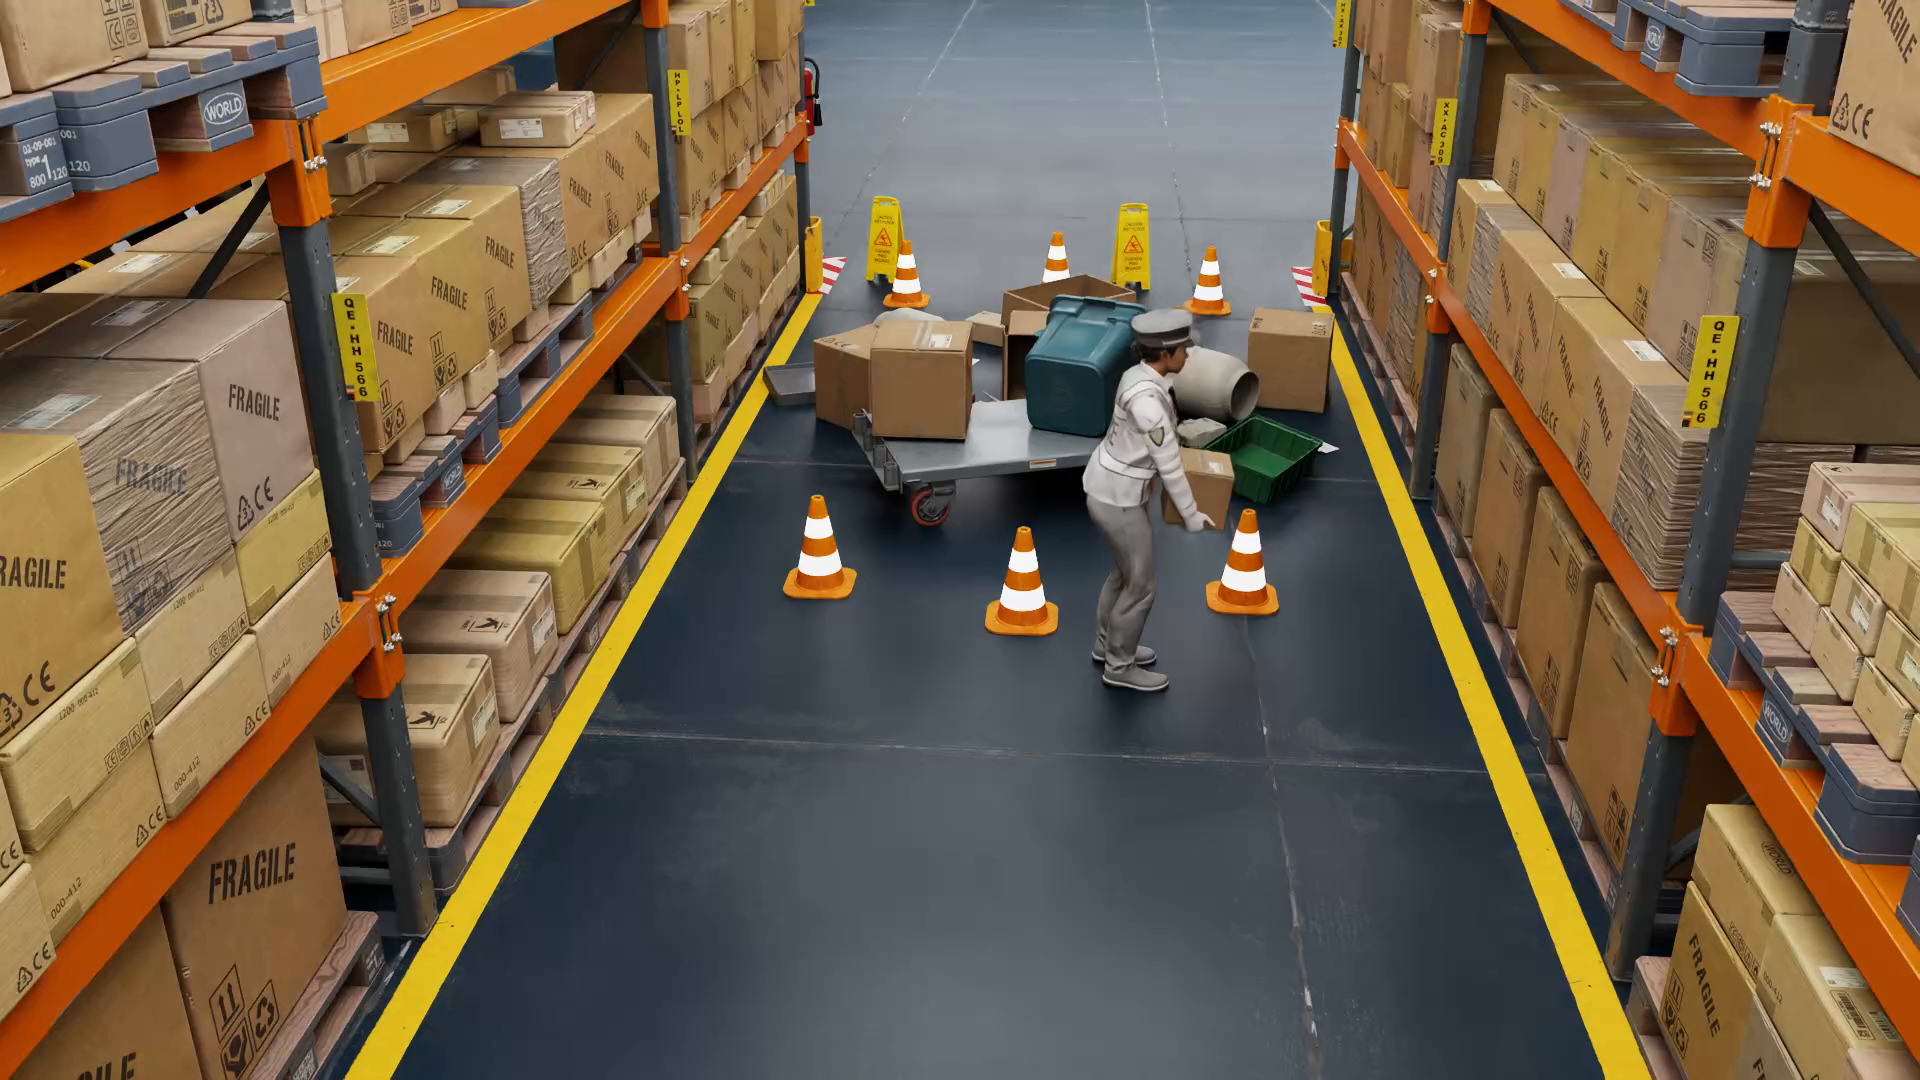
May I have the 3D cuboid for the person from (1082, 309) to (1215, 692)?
[{"bbox_3d":[0.787,-0.161,6.987,0.551,1.648,0.416,1,25,3],"label":"person"}]
